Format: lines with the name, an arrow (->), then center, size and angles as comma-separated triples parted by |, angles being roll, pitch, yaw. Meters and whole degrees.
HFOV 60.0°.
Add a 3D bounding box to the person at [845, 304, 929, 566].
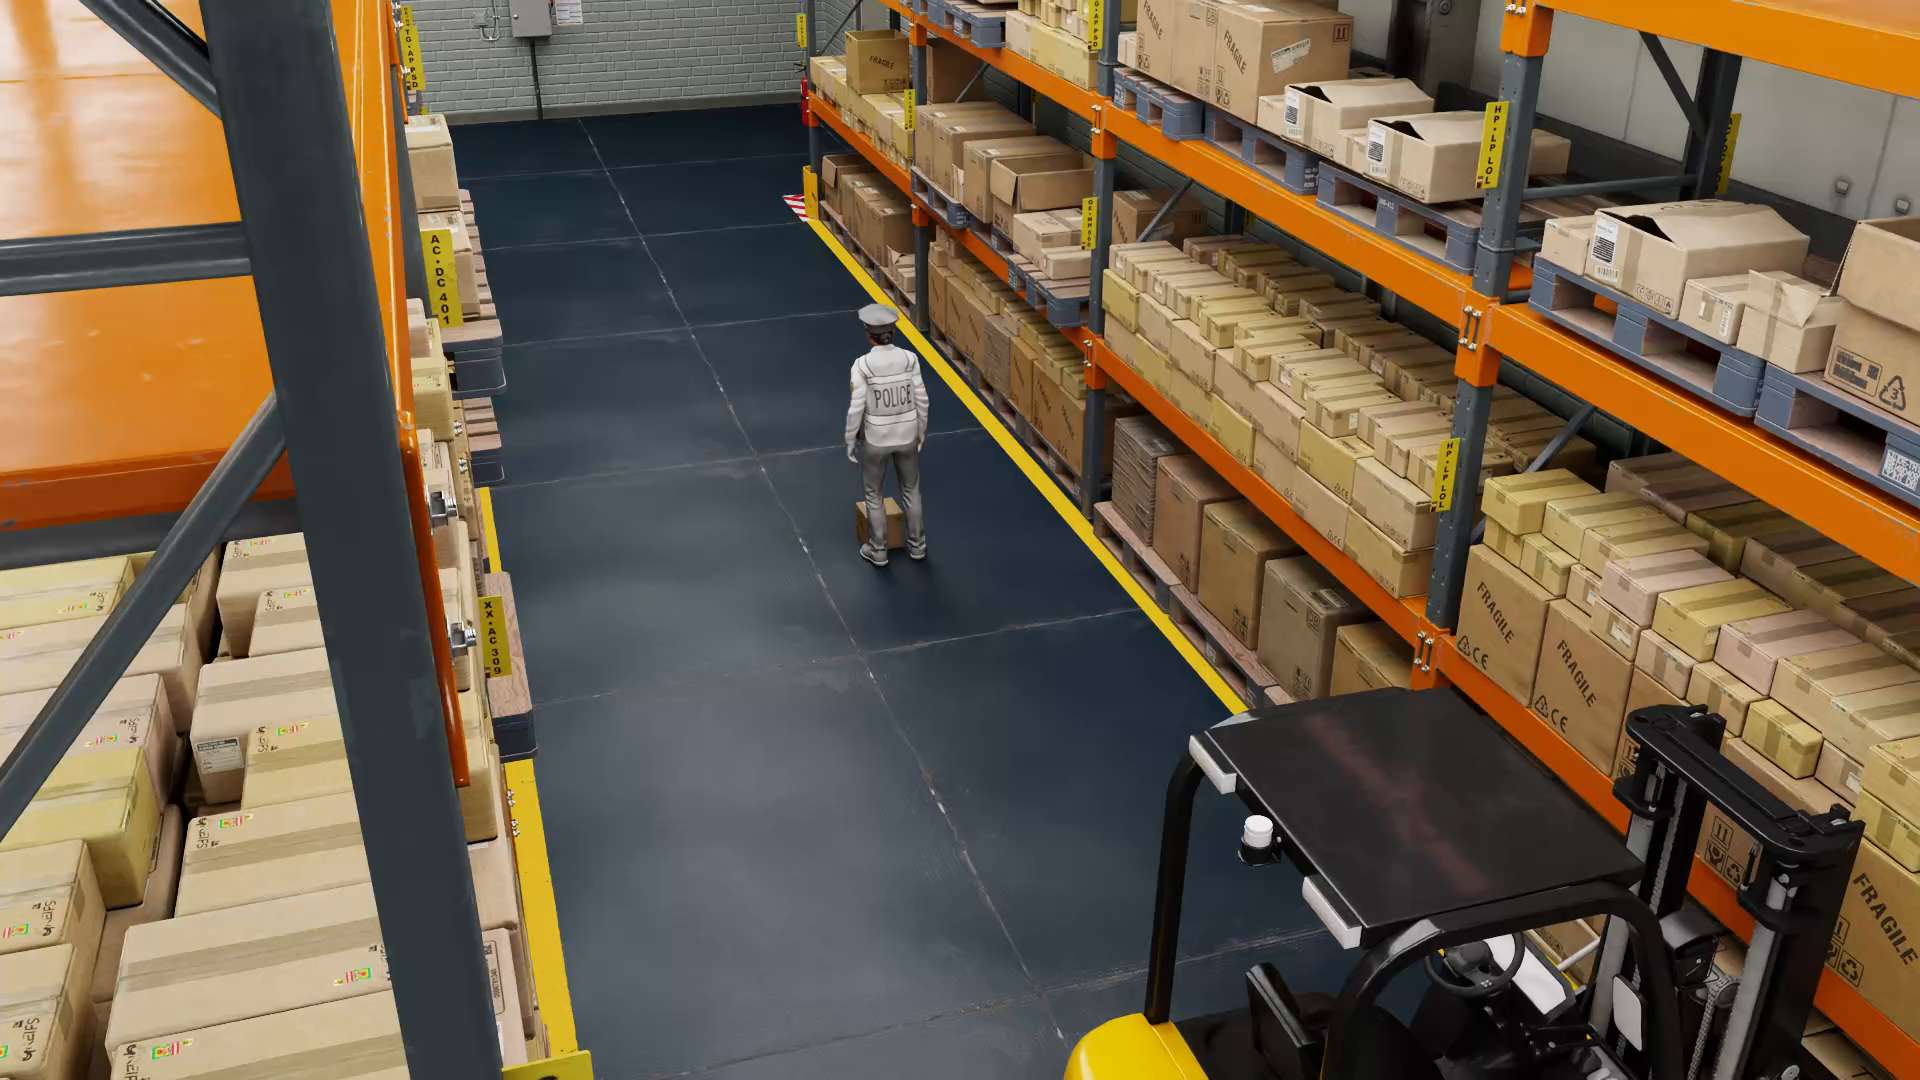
person -> -0.453, -0.632, 10.375 | 0.547, 1.667, 0.369 | -10, 28, -19
